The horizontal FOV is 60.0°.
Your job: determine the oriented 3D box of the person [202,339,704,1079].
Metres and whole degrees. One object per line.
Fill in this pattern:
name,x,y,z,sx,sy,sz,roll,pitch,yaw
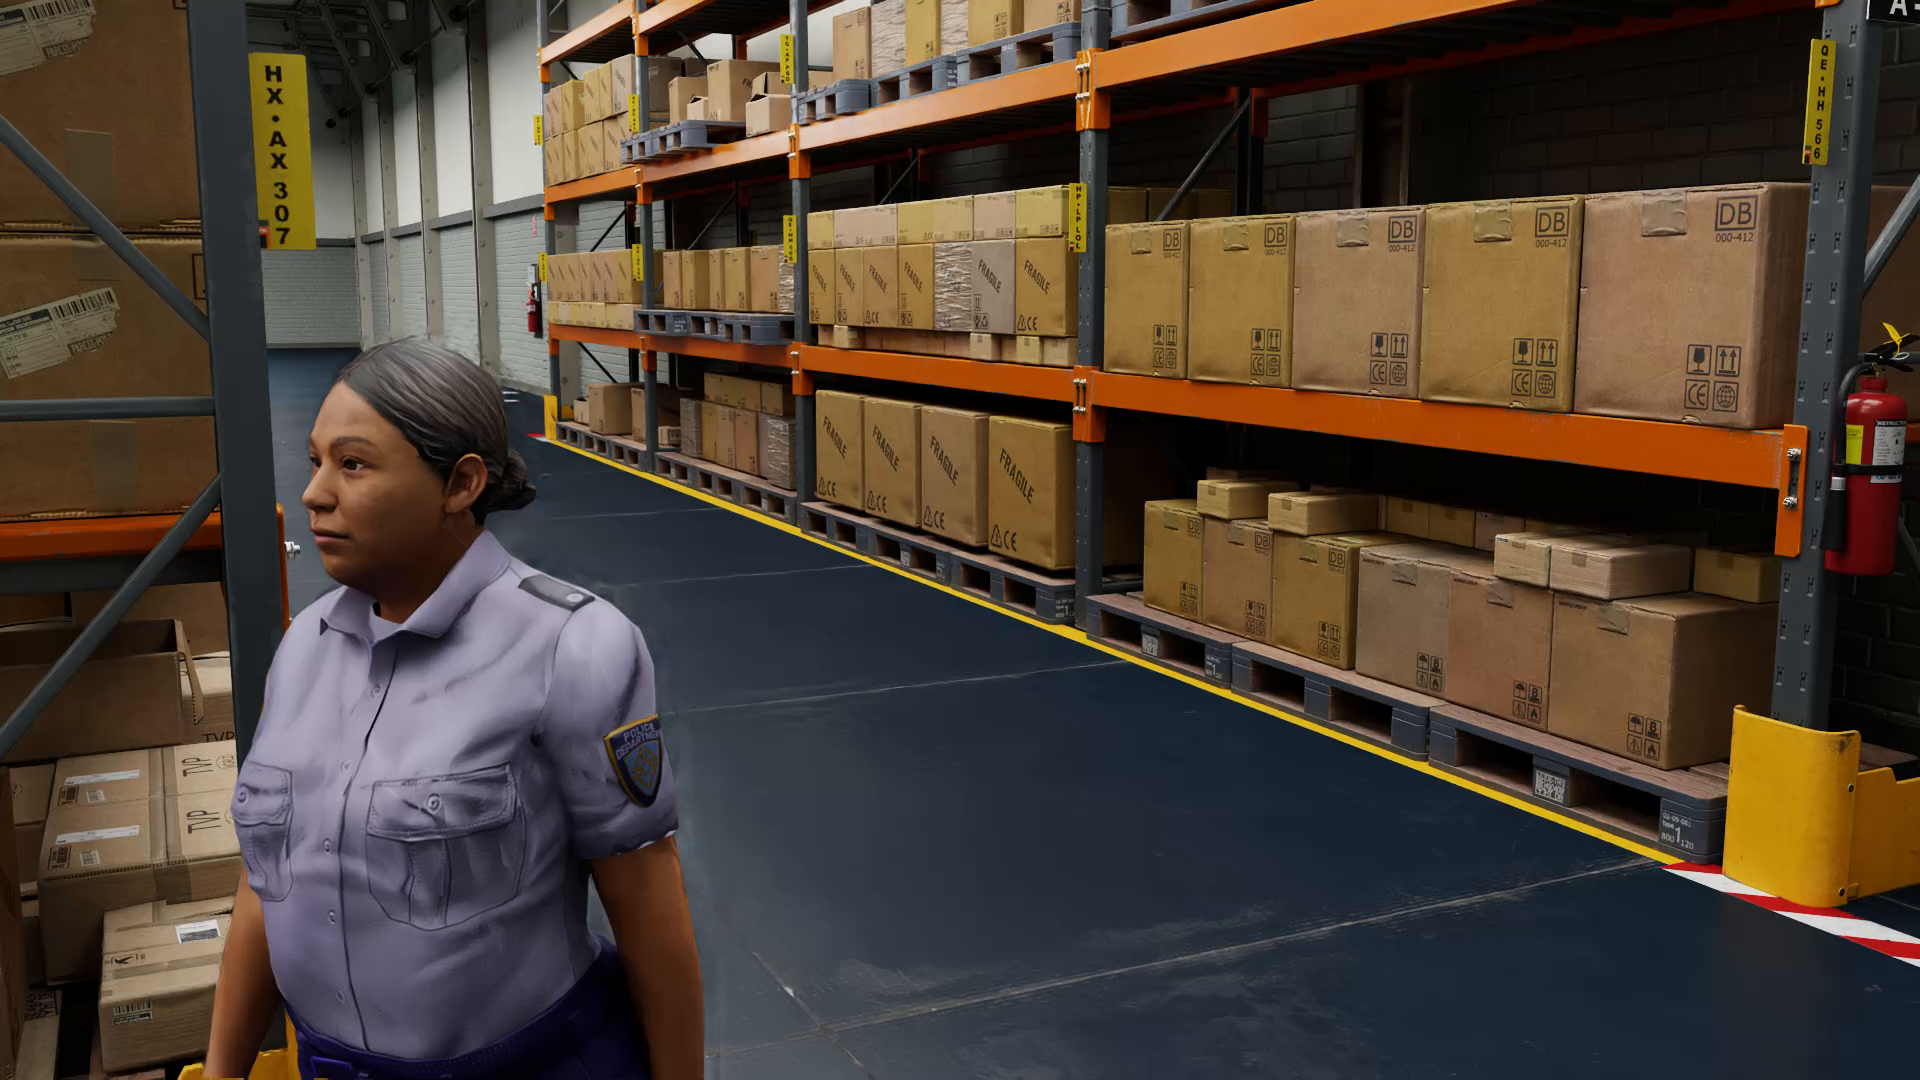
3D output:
person,-0.547,0.637,1.751,0.526,1.687,0.703,5,10,30
